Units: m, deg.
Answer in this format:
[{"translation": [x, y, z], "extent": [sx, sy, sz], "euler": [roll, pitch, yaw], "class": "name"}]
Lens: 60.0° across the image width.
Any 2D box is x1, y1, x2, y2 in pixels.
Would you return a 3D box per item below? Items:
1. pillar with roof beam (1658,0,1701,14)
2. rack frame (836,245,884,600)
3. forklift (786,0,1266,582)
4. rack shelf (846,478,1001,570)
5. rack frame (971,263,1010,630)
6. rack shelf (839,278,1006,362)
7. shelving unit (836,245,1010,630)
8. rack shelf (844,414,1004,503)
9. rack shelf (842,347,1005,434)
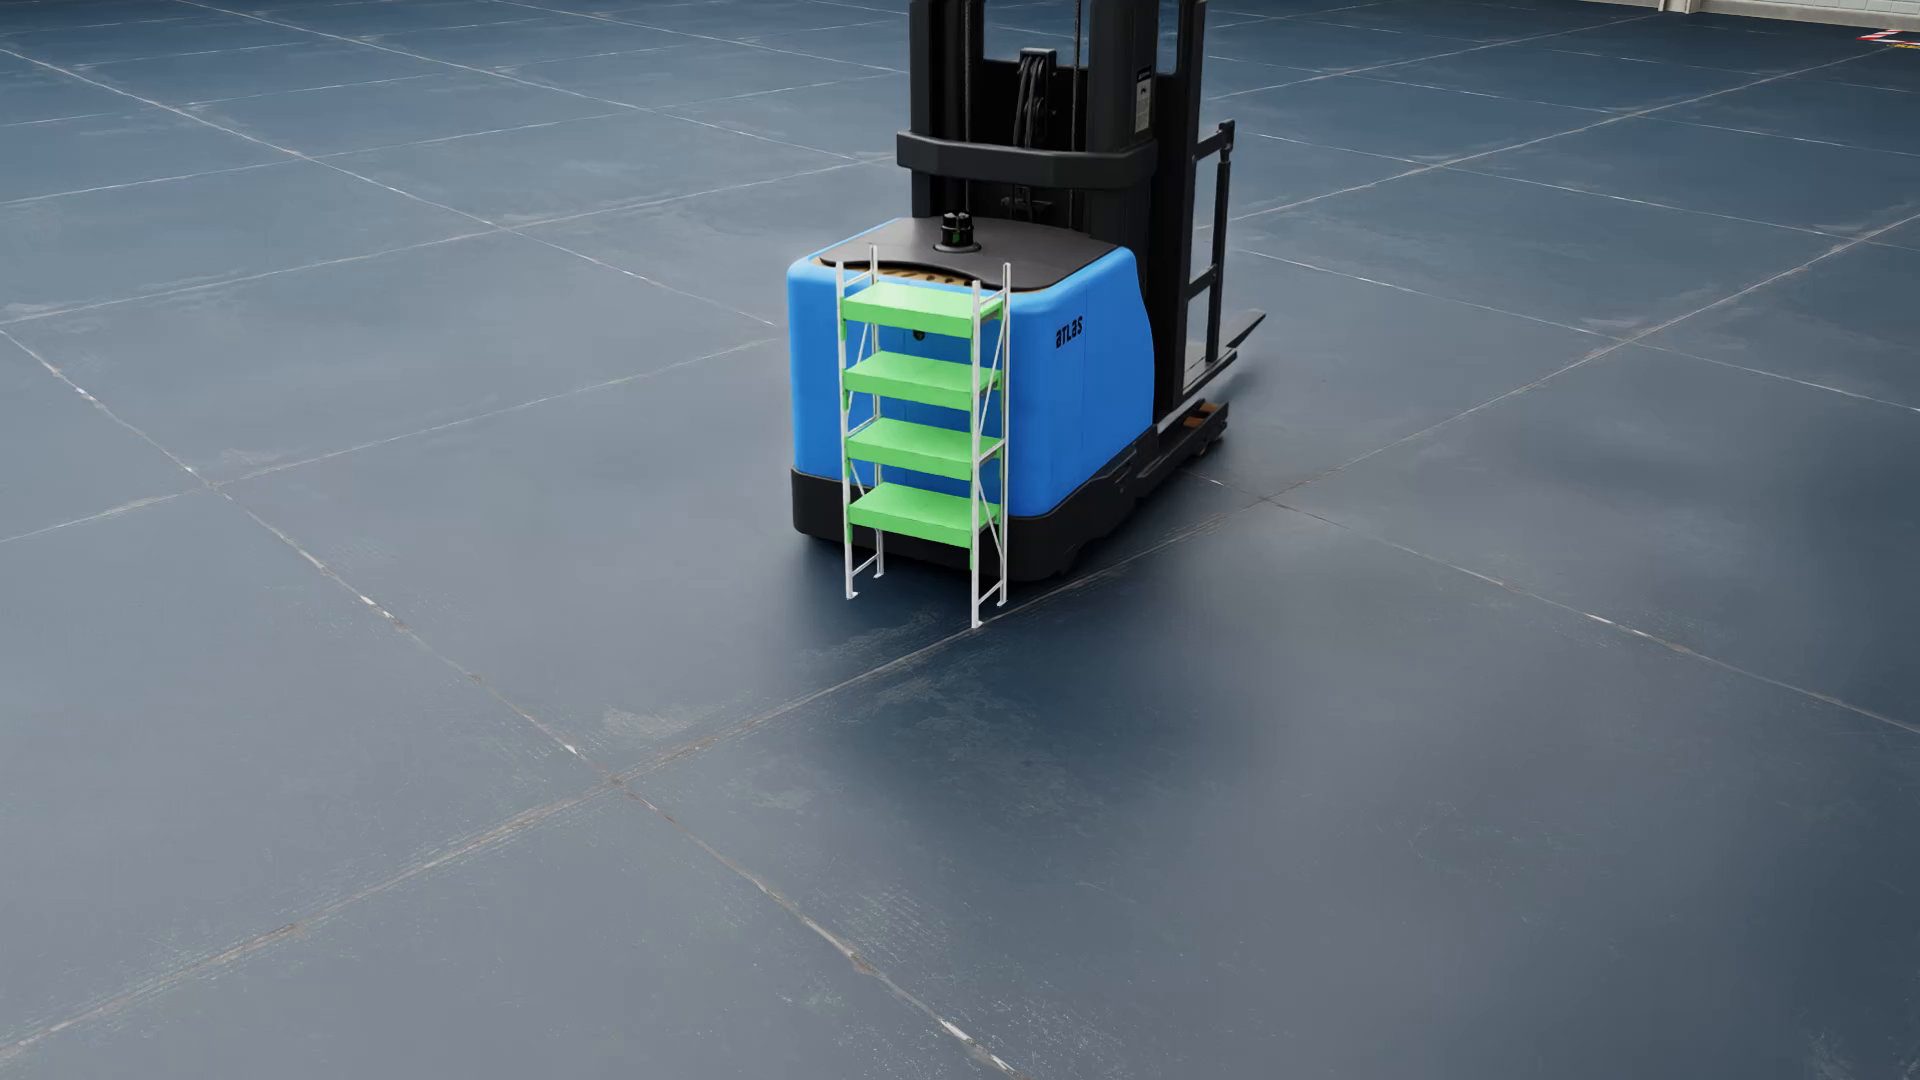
[{"translation": [5.787, -9.442, 16.104], "extent": [9.100, 9.000, 0.400], "euler": [-21, 32, -38], "class": "pillar with roof beam"}, {"translation": [-0.335, -0.382, 5.641], "extent": [0.015, 1.200, 0.240], "euler": [12, 27, 24], "class": "rack frame"}, {"translation": [0.507, -1.765, 6.587], "extent": [1.130, 2.935, 3.031], "euler": [12, 27, 25], "class": "forklift"}, {"translation": [-0.118, -0.059, 5.666], "extent": [0.480, 0.148, 0.258], "euler": [12, 27, 24], "class": "rack shelf"}, {"translation": [0.100, -0.290, 5.439], "extent": [0.015, 1.200, 0.240], "euler": [12, 27, 24], "class": "rack frame"}, {"translation": [-0.118, -0.714, 5.367], "extent": [0.480, 0.148, 0.258], "euler": [12, 27, 24], "class": "rack shelf"}, {"translation": [-0.118, -0.336, 5.540], "extent": [0.503, 1.200, 0.258], "euler": [12, 27, 24], "class": "shelving unit"}, {"translation": [-0.118, -0.278, 5.567], "extent": [0.480, 0.148, 0.258], "euler": [12, 27, 24], "class": "rack shelf"}, {"translation": [-0.118, -0.496, 5.467], "extent": [0.480, 0.148, 0.258], "euler": [12, 27, 24], "class": "rack shelf"}]
